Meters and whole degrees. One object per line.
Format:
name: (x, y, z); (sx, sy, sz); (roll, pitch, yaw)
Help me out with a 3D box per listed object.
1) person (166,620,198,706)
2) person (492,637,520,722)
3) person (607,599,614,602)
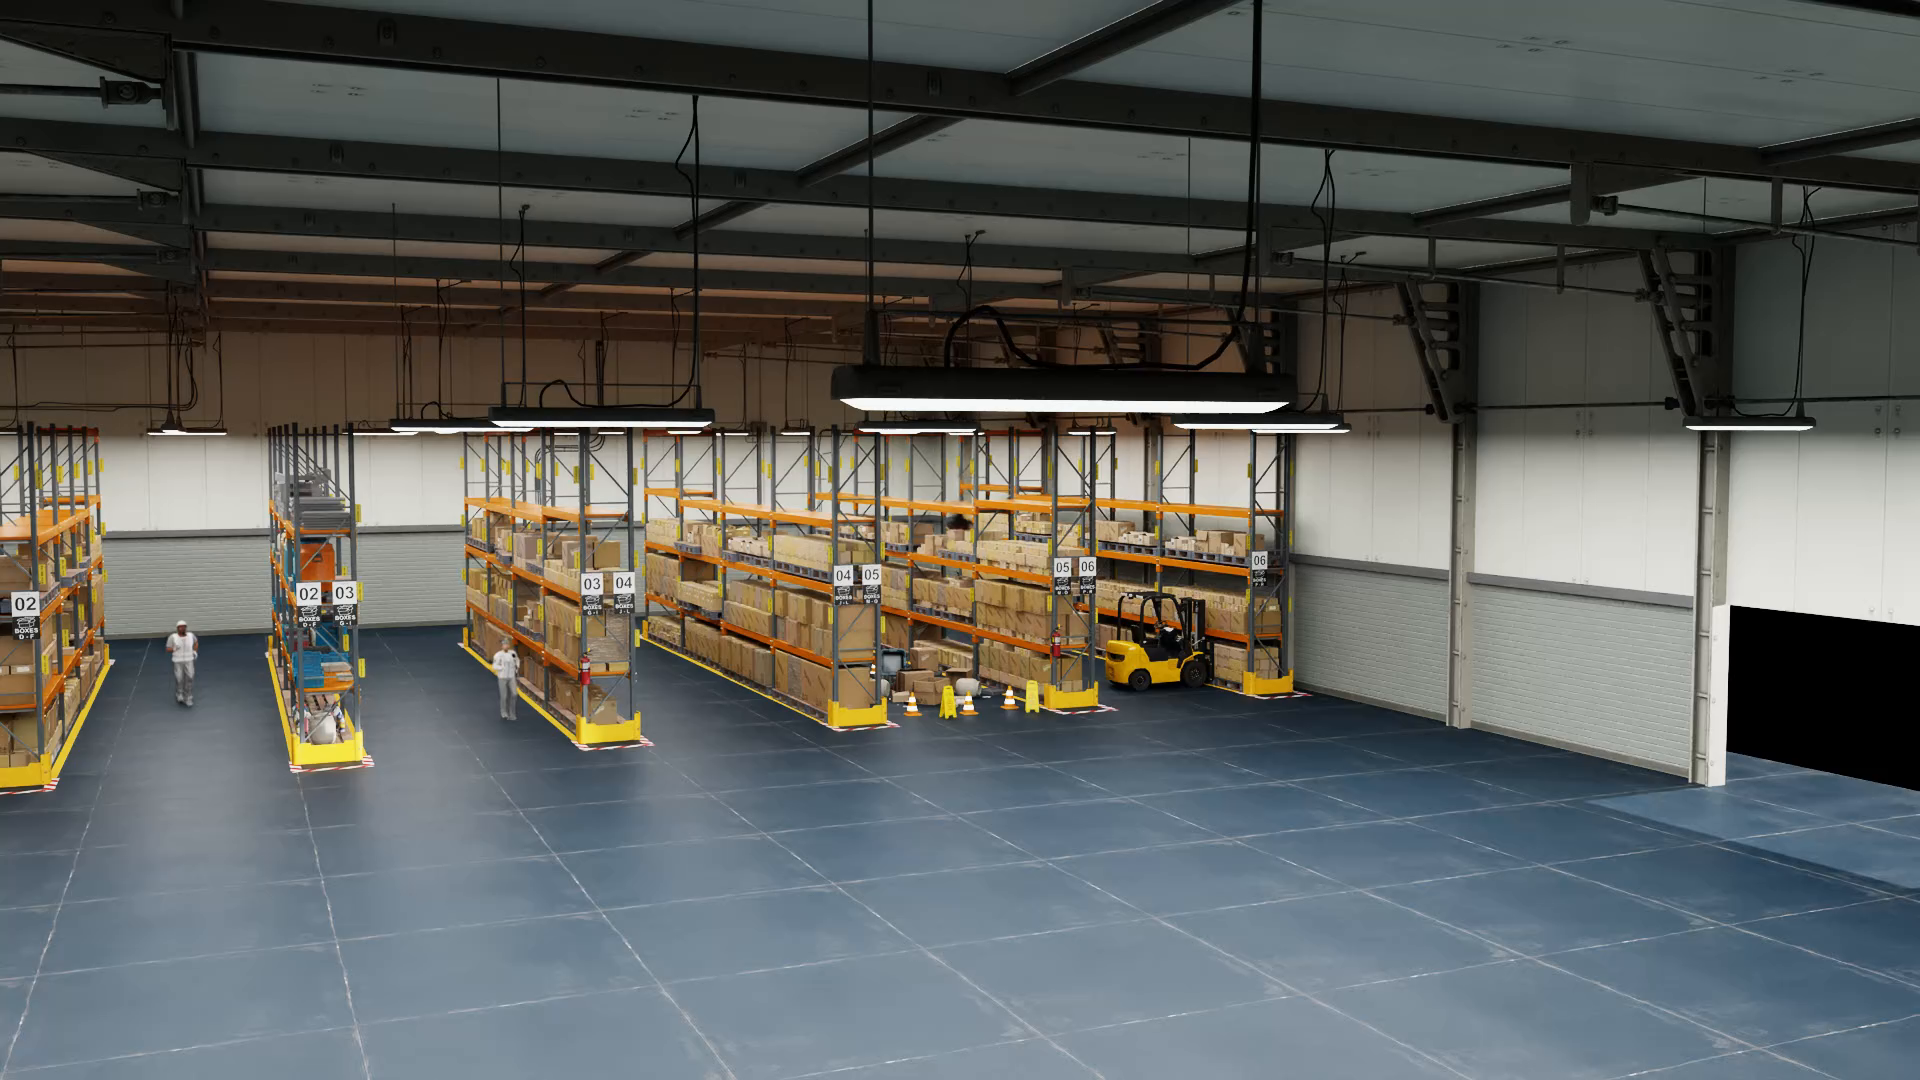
person: (-16.694, 2.648, 35.734); (0.657, 1.841, 0.733); (-2, 4, -32)
person: (-9.177, 2.829, 33.694); (0.590, 1.740, 0.726); (-2, 4, -26)
person: (-9.680, 2.109, 45.990); (0.607, 1.624, 0.542); (-1, 4, -14)
